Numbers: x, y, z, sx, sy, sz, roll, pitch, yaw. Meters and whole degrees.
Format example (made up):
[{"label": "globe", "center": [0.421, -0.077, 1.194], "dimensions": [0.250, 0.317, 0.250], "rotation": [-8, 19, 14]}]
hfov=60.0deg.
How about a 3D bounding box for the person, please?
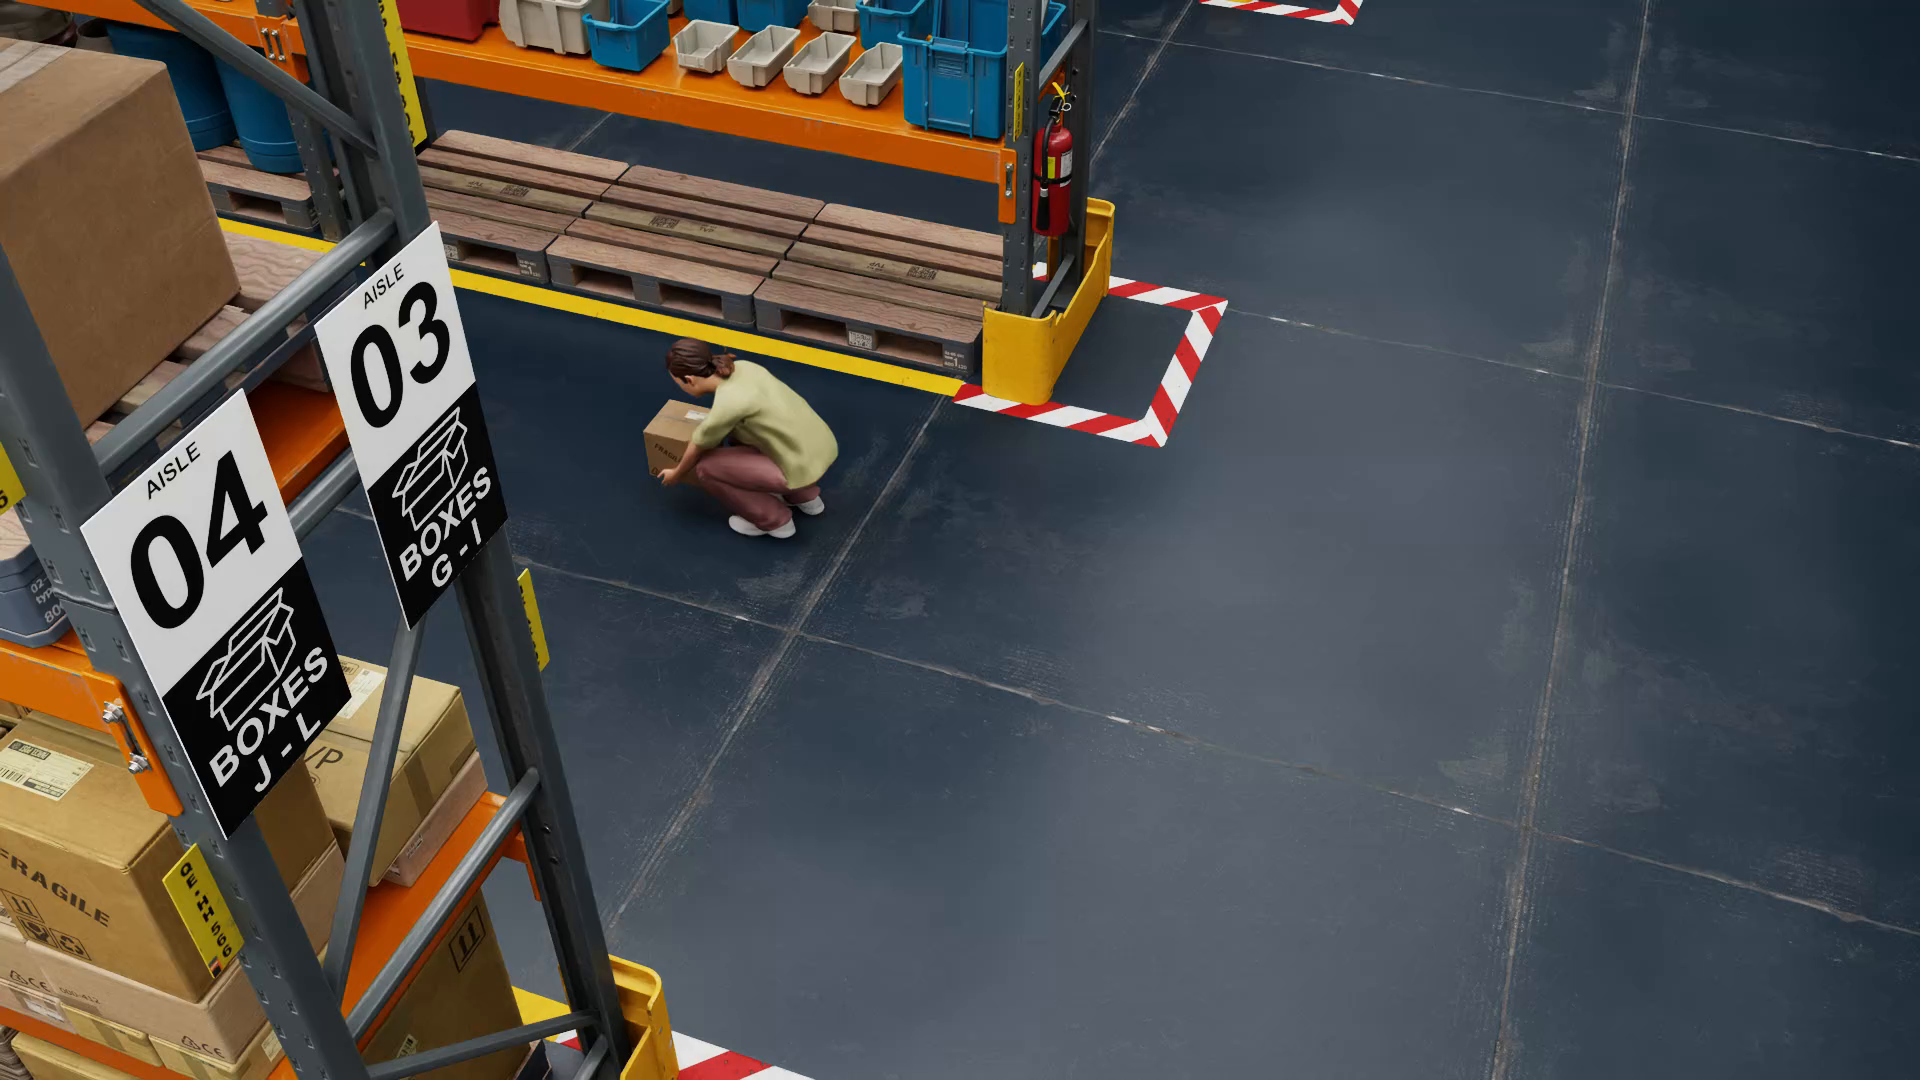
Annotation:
[{"label": "person", "center": [-0.932, -0.466, 7.246], "dimensions": [0.785, 0.936, 0.476], "rotation": [13, 43, 15]}]
